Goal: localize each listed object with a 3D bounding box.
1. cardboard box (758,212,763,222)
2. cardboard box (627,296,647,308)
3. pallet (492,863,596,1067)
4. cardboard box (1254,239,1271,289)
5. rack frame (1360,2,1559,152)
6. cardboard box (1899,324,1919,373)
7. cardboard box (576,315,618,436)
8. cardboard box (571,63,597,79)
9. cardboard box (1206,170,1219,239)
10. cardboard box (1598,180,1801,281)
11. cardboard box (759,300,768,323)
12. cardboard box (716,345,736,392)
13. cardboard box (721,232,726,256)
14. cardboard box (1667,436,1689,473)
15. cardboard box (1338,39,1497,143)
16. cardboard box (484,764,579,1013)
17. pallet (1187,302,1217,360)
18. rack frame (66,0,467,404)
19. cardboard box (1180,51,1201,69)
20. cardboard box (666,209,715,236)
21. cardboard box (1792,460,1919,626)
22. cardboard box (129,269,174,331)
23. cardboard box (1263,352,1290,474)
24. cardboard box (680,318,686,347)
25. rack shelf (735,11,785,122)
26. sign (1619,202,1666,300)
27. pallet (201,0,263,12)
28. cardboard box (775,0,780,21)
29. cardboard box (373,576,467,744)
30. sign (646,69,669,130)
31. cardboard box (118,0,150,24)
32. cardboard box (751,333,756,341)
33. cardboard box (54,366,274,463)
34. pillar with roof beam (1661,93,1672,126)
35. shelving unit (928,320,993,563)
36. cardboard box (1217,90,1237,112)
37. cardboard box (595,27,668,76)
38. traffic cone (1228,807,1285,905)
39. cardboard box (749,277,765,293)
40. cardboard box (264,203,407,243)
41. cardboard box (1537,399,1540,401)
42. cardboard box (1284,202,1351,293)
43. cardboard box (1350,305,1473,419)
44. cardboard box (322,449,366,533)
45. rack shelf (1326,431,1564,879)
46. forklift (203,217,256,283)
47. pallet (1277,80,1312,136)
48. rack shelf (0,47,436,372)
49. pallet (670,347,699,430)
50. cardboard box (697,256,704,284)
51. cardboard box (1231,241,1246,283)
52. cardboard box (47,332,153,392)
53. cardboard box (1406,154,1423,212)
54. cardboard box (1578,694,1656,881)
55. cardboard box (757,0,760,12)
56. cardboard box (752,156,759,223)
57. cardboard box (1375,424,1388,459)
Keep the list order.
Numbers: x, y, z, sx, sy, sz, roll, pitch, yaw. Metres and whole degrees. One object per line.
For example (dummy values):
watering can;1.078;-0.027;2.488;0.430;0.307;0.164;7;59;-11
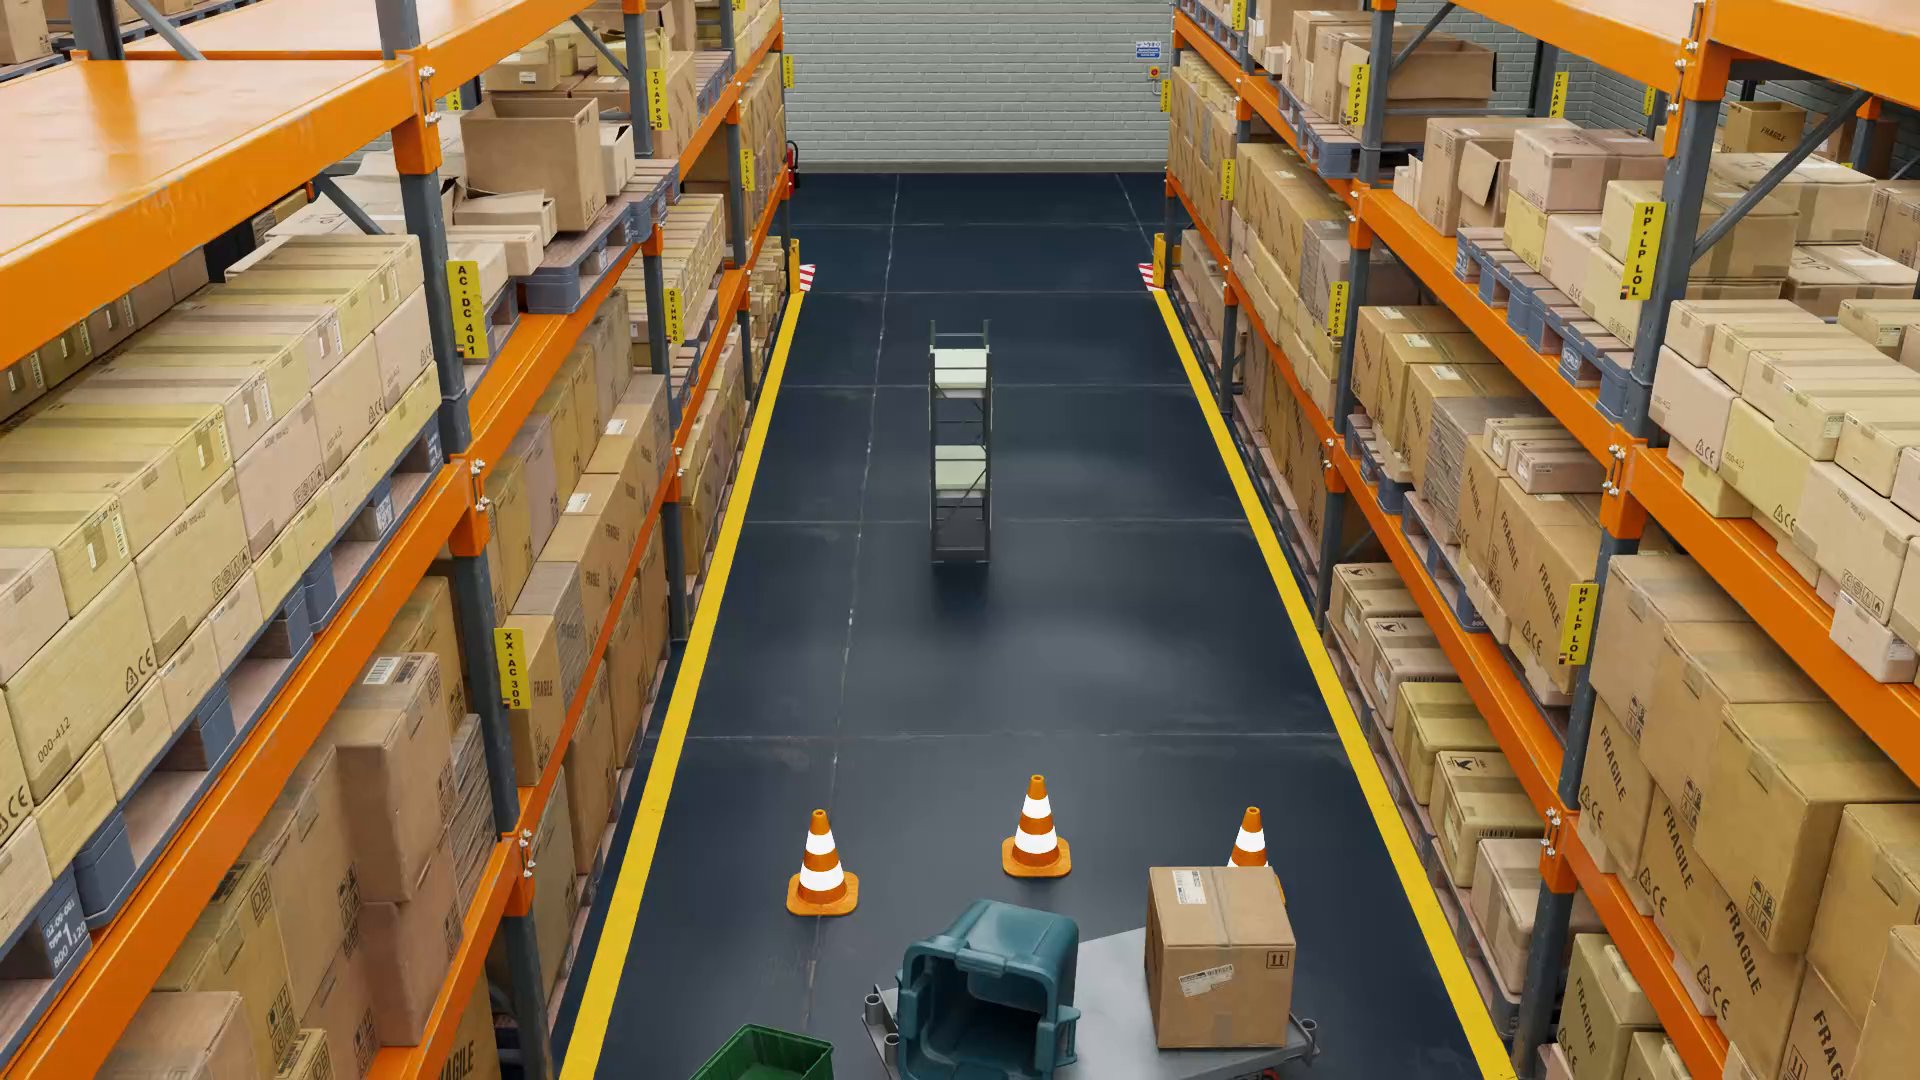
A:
cardboard box;-1.980;-2.948;14.933;0.380;0.149;0.250;1;24;2
cardboard box;-2.014;-1.403;10.286;0.380;0.149;0.250;-1;24;-2
pallet;-2.237;1.848;7.409;1.003;0.211;1.213;0;24;-1
cardboard box;2.443;-2.020;12.151;0.500;0.250;0.500;0;24;0
rack frame;2.751;-3.551;8.681;1.000;3.000;0.127;0;24;-1
cardboard box;3.096;-0.548;5.020;0.380;0.149;0.250;-1;24;-2
cardboard box;-2.195;-0.861;8.680;0.700;0.500;0.500;-1;24;-1
cardboard box;-2.476;-2.606;10.110;0.500;0.500;0.500;0;24;-1
cardboard box;2.436;-2.913;14.430;0.500;0.500;0.500;-1;24;-2
cardboard box;2.661;-1.125;6.023;0.500;0.250;0.500;0;24;1
cardboard box;-1.975;-2.114;15.372;0.380;0.149;0.250;0;24;-1
cardboard box;-1.988;-1.278;12.550;0.500;0.250;0.500;1;24;2
cardboard box;-2.039;-2.316;13.026;0.380;0.149;0.250;-1;24;-2
cardboard box;2.551;-0.290;5.417;0.380;0.149;0.250;-1;24;-1
cardboard box;2.596;-2.577;9.533;0.797;0.503;0.637;-2;24;-4
cardboard box;-2.250;1.473;7.073;1.050;0.750;0.750;0;24;-1
pallet;2.762;-2.013;15.944;1.003;0.211;1.213;0;24;-1
rack frame;-2.154;-1.839;4.895;1.000;3.000;0.127;0;24;-1
cardboard box;2.391;-4.763;16.520;0.380;0.149;0.250;0;24;1
cardboard box;-2.037;-2.368;12.419;0.380;0.149;0.250;-1;24;-2
cardboard box;2.534;-0.002;4.295;0.500;0.250;0.500;0;24;0
cardboard box;-2.486;-0.701;4.726;0.380;0.149;0.250;0;24;-1
cardboard box;2.812;-1.062;12.526;0.875;0.875;0.875;0;24;1
cardboard box;-2.011;-1.349;10.887;0.380;0.149;0.250;1;24;2
rack shelf;-2.263;-4.265;14.773;1.077;0.370;4.000;0;24;-1
sign;2.240;-0.947;5.458;0.100;0.325;0.005;0;24;-1
pallet;-7.227;-5.090;15.832;1.003;0.211;1.213;0;24;-1
cardboard box;-2.015;-5.162;16.066;0.500;0.250;0.500;-1;24;-2
cardboard box;-2.184;0.487;5.542;0.875;0.550;0.550;0;24;-1
sign;-1.642;-2.391;9.033;0.100;0.325;0.005;0;24;-1
cardboard box;-7.272;-4.614;13.920;0.700;0.500;0.500;1;24;2
cardboard box;-2.034;-1.762;14.955;0.380;0.149;0.250;-1;24;-2
cardboard box;-1.818;-0.288;3.814;0.380;0.149;0.250;-1;24;-1
pillar with roof beam;4.195;-7.967;18.445;9.100;9.000;0.400;0;24;-1
shelving unit;0.000;-0.681;11.435;0.431;1.500;0.755;0;24;-1
cardboard box;2.439;-3.807;14.406;0.380;0.149;0.250;0;24;-1
cardboard box;-1.932;-2.895;9.821;0.396;0.266;0.258;0;24;-1
traffic cone;1.382;1.482;7.912;0.336;0.463;0.334;0;24;-1
cardboard box;-2.029;-2.352;15.539;0.380;0.149;0.250;0;24;0
cardboard box;-2.387;-1.148;6.560;0.500;0.250;0.500;0;24;-1
cardboard box;3.058;-0.583;8.407;0.500;0.500;0.500;-2;24;-4
cardboard box;2.472;-1.946;11.079;0.500;0.500;0.500;0;24;-1
cardboard box;2.525;-1.003;9.337;0.500;0.500;0.500;-1;24;-2
cardboard box;-1.820;-0.130;4.432;0.380;0.149;0.250;0;24;0
rack shelf;2.773;0.335;8.243;1.077;0.370;4.000;0;24;-1
forklift;-5.208;-1.119;10.667;3.031;2.935;1.130;-14;28;-29
pallet;2.676;-2.824;10.943;1.003;0.211;1.213;1;24;2
rack shelf;-2.132;-0.505;3.304;1.077;0.370;4.000;0;24;-1
pallet;-2.311;-0.959;10.464;1.213;0.211;1.003;0;24;-1
cardboard box;-2.021;-1.908;11.763;0.380;0.149;0.250;0;24;0
cardboard box;2.449;-2.215;13.189;0.500;0.250;0.500;-1;24;-2
cardboard box;-2.421;-0.365;4.468;0.500;0.250;0.500;0;24;-1
cardboard box;2.588;-1.887;8.806;0.396;0.266;0.258;0;24;-1
cardboard box;2.521;0.832;5.787;0.500;0.500;0.500;0;24;-1
cardboard box;-2.021;-4.758;14.565;0.500;0.250;0.500;-1;24;-3
cardboard box;-2.007;-2.992;14.243;0.500;0.500;0.500;0;24;-1
cardboard box;2.495;-0.530;9.077;0.380;0.149;0.250;-2;24;-4
